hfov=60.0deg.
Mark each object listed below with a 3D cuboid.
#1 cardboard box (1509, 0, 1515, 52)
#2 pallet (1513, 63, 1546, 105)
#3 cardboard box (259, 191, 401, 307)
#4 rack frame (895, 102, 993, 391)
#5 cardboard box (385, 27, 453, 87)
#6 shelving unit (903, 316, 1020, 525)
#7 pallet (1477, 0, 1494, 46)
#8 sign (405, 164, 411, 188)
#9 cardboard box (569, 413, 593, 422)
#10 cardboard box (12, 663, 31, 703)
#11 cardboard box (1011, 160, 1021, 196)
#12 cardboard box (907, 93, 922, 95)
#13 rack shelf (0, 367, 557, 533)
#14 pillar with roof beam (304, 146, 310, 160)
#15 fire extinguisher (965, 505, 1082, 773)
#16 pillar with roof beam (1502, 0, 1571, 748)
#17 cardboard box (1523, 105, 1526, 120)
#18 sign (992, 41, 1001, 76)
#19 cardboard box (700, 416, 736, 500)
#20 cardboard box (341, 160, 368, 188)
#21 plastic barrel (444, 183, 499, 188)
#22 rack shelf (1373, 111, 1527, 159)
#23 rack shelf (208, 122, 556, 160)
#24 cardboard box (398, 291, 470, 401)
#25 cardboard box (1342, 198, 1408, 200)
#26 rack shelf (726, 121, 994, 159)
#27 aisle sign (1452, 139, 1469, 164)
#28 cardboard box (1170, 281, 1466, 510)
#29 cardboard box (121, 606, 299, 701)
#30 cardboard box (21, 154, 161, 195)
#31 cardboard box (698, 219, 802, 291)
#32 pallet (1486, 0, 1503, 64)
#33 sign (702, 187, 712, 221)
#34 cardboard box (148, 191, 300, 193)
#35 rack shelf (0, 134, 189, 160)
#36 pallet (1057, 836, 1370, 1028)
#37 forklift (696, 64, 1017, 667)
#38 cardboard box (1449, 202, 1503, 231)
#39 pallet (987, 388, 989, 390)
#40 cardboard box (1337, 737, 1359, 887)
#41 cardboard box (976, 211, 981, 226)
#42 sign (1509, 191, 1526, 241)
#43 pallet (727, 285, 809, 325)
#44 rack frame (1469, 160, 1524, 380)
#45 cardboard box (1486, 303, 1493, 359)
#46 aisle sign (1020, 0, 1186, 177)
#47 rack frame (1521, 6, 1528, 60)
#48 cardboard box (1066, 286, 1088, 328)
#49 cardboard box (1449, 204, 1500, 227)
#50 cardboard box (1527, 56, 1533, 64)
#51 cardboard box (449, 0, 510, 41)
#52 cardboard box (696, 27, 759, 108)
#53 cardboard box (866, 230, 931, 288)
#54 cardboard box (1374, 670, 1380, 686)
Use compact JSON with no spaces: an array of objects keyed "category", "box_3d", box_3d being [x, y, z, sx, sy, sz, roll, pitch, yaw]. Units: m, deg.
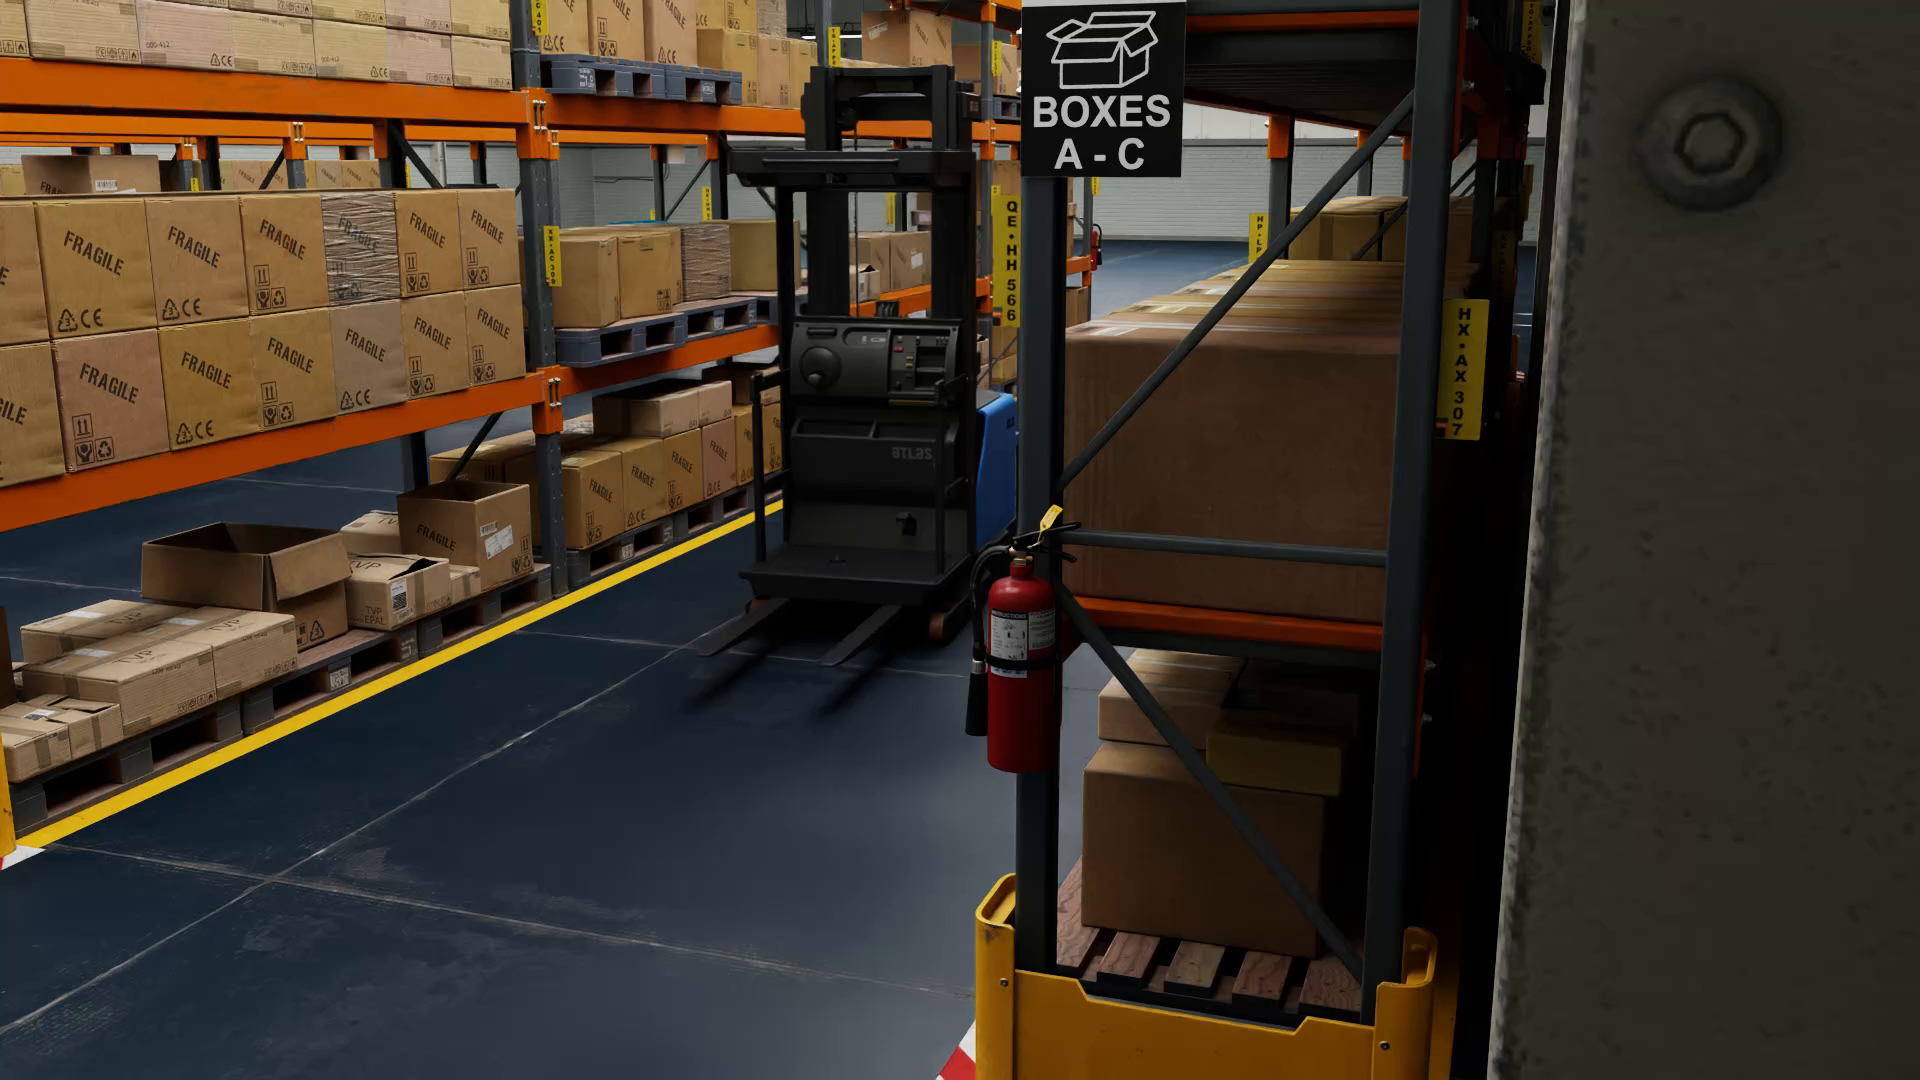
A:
[{"category":"cardboard box","box_3d":[3.004,-3.164,10.153,0.700,0.500,0.500,4,13,15]},{"category":"pallet","box_3d":[3.070,-2.890,10.594,1.213,0.211,1.003,5,14,21]},{"category":"cardboard box","box_3d":[-2.999,-1.370,7.778,0.500,0.500,0.500,4,14,19]},{"category":"rack frame","box_3d":[-0.166,-2.858,16.767,1.000,3.000,0.127,4,14,18]},{"category":"cardboard box","box_3d":[-2.832,-2.336,8.079,0.500,0.250,0.500,4,14,18]},{"category":"shelving unit","box_3d":[0.028,-0.749,10.900,0.538,1.500,1.048,4,14,18]},{"category":"pallet","box_3d":[1.263,-1.809,5.631,1.003,0.211,1.213,4,14,18]},{"category":"sign","box_3d":[-7.725,-5.088,23.227,0.100,0.325,0.005,4,14,18]},{"category":"cardboard box","box_3d":[-2.373,-0.610,11.547,0.500,0.500,0.500,4,13,16]},{"category":"cardboard box","box_3d":[-3.890,0.625,6.888,0.380,0.166,0.250,4,14,18]},{"category":"cardboard box","box_3d":[0.297,-3.845,17.951,0.700,0.500,0.500,4,14,18]},{"category":"cardboard box","box_3d":[-0.549,-4.207,15.330,0.500,0.250,0.500,3,13,13]},{"category":"rack shelf","box_3d":[-3.402,-0.401,7.622,1.077,0.370,4.000,4,14,18]},{"category":"pillar with roof beam","box_3d":[-13.499,-11.807,42.495,9.100,9.000,0.548,4,14,18]},{"category":"fire extinguisher","box_3d":[0.154,0.243,4.194,0.296,0.674,0.183,4,14,18]},{"category":"pillar with roof beam","box_3d":[-1.547,-3.842,7.599,9.100,9.000,0.400,4,14,18]},{"category":"cardboard box","box_3d":[4.920,-4.108,15.233,0.500,0.500,0.500,5,14,20]},{"category":"sign","box_3d":[0.351,-4.688,16.178,0.100,0.325,0.005,4,14,18]},{"category":"cardboard box","box_3d":[-1.872,-0.577,11.406,0.500,0.500,0.500,4,13,16]},{"category":"cardboard box","box_3d":[-8.344,-4.856,22.381,0.500,0.500,0.500,4,14,18]},{"category":"plastic barrel","box_3d":[-5.263,-3.400,18.016,0.600,0.901,0.708,4,14,18]},{"category":"rack shelf","box_3d":[3.875,-3.192,13.109,1.077,0.370,4.000,4,14,18]},{"category":"rack shelf","box_3d":[-5.499,-3.906,16.234,1.077,0.370,4.000,4,14,18]},{"category":"cardboard box","box_3d":[-2.839,-0.990,8.358,0.500,0.500,0.500,5,14,20]},{"category":"cardboard box","box_3d":[2.664,-2.038,10.554,0.500,0.250,0.500,4,14,18]},{"category":"rack shelf","box_3d":[-0.813,-3.548,14.668,1.077,0.370,4.000,4,14,18]},{"category":"aisle sign","box_3d":[5.556,-4.648,18.769,0.394,0.787,0.004,4,14,18]},{"category":"cardboard box","box_3d":[1.276,-0.543,5.953,0.980,0.700,0.700,4,13,16]},{"category":"cardboard box","box_3d":[-3.281,0.491,7.288,0.500,0.250,0.500,4,14,18]},{"category":"cardboard box","box_3d":[-9.928,-3.912,19.093,1.000,1.000,1.000,4,14,19]},{"category":"cardboard box","box_3d":[-1.557,-2.128,12.402,0.700,0.500,0.500,0,13,-1]},{"category":"pallet","box_3d":[1.659,-2.065,6.752,1.003,0.211,1.213,4,14,18]},{"category":"sign","box_3d":[-1.986,-2.619,13.120,0.100,0.325,0.005,4,14,18]},{"category":"cardboard box","box_3d":[-3.506,-1.414,7.968,0.500,0.500,0.500,4,13,17]},{"category":"rack shelf","box_3d":[-10.185,-4.262,17.796,1.077,0.370,4.000,4,14,18]},{"category":"pallet","box_3d":[0.824,1.210,5.210,1.003,0.211,1.213,4,14,18]},{"category":"forklift","box_3d":[-0.515,-0.989,8.735,1.130,2.935,3.031,3,13,14]},{"category":"cardboard box","box_3d":[2.823,-1.791,9.469,0.500,0.250,0.500,4,13,17]},{"category":"pallet","box_3d":[-0.367,-1.340,16.385,1.003,0.211,1.213,4,14,18]},{"category":"cardboard box","box_3d":[0.933,0.779,5.508,0.700,0.500,0.500,4,14,18]},{"category":"cardboard box","box_3d":[0.104,-3.265,16.870,0.380,0.149,0.250,4,14,18]},{"category":"sign","box_3d":[3.754,-2.185,11.217,0.100,0.325,0.005,4,14,18]},{"category":"pallet","box_3d":[-1.613,-1.774,12.451,1.213,0.211,1.003,4,14,18]},{"category":"rack frame","box_3d":[5.817,-3.344,18.897,1.000,3.000,0.127,4,14,18]},{"category":"cardboard box","box_3d":[2.491,-1.210,8.611,0.500,0.500,0.500,4,14,19]},{"category":"aisle sign","box_3d":[0.333,-1.249,3.877,0.394,0.787,0.004,4,14,18]},{"category":"rack frame","box_3d":[4.522,-5.426,14.540,1.000,3.000,0.127,4,14,18]},{"category":"cardboard box","box_3d":[1.236,-2.795,20.044,0.500,0.500,0.500,4,14,18]},{"category":"cardboard box","box_3d":[2.650,-1.681,8.989,0.500,0.250,0.500,4,13,17]},{"category":"cardboard box","box_3d":[4.951,-4.593,15.111,0.500,0.500,0.500,5,14,20]},{"category":"cardboard box","box_3d":[-2.655,-2.684,8.480,0.500,0.250,0.500,4,14,18]},{"category":"cardboard box","box_3d":[-1.903,-3.215,11.369,0.910,0.500,0.500,4,14,18]},{"category":"cardboard box","box_3d":[-0.600,-2.635,15.566,0.500,0.500,0.500,5,14,22]},{"category":"cardboard box","box_3d":[1.247,0.396,5.729,0.380,0.149,0.250,5,14,19]}]
